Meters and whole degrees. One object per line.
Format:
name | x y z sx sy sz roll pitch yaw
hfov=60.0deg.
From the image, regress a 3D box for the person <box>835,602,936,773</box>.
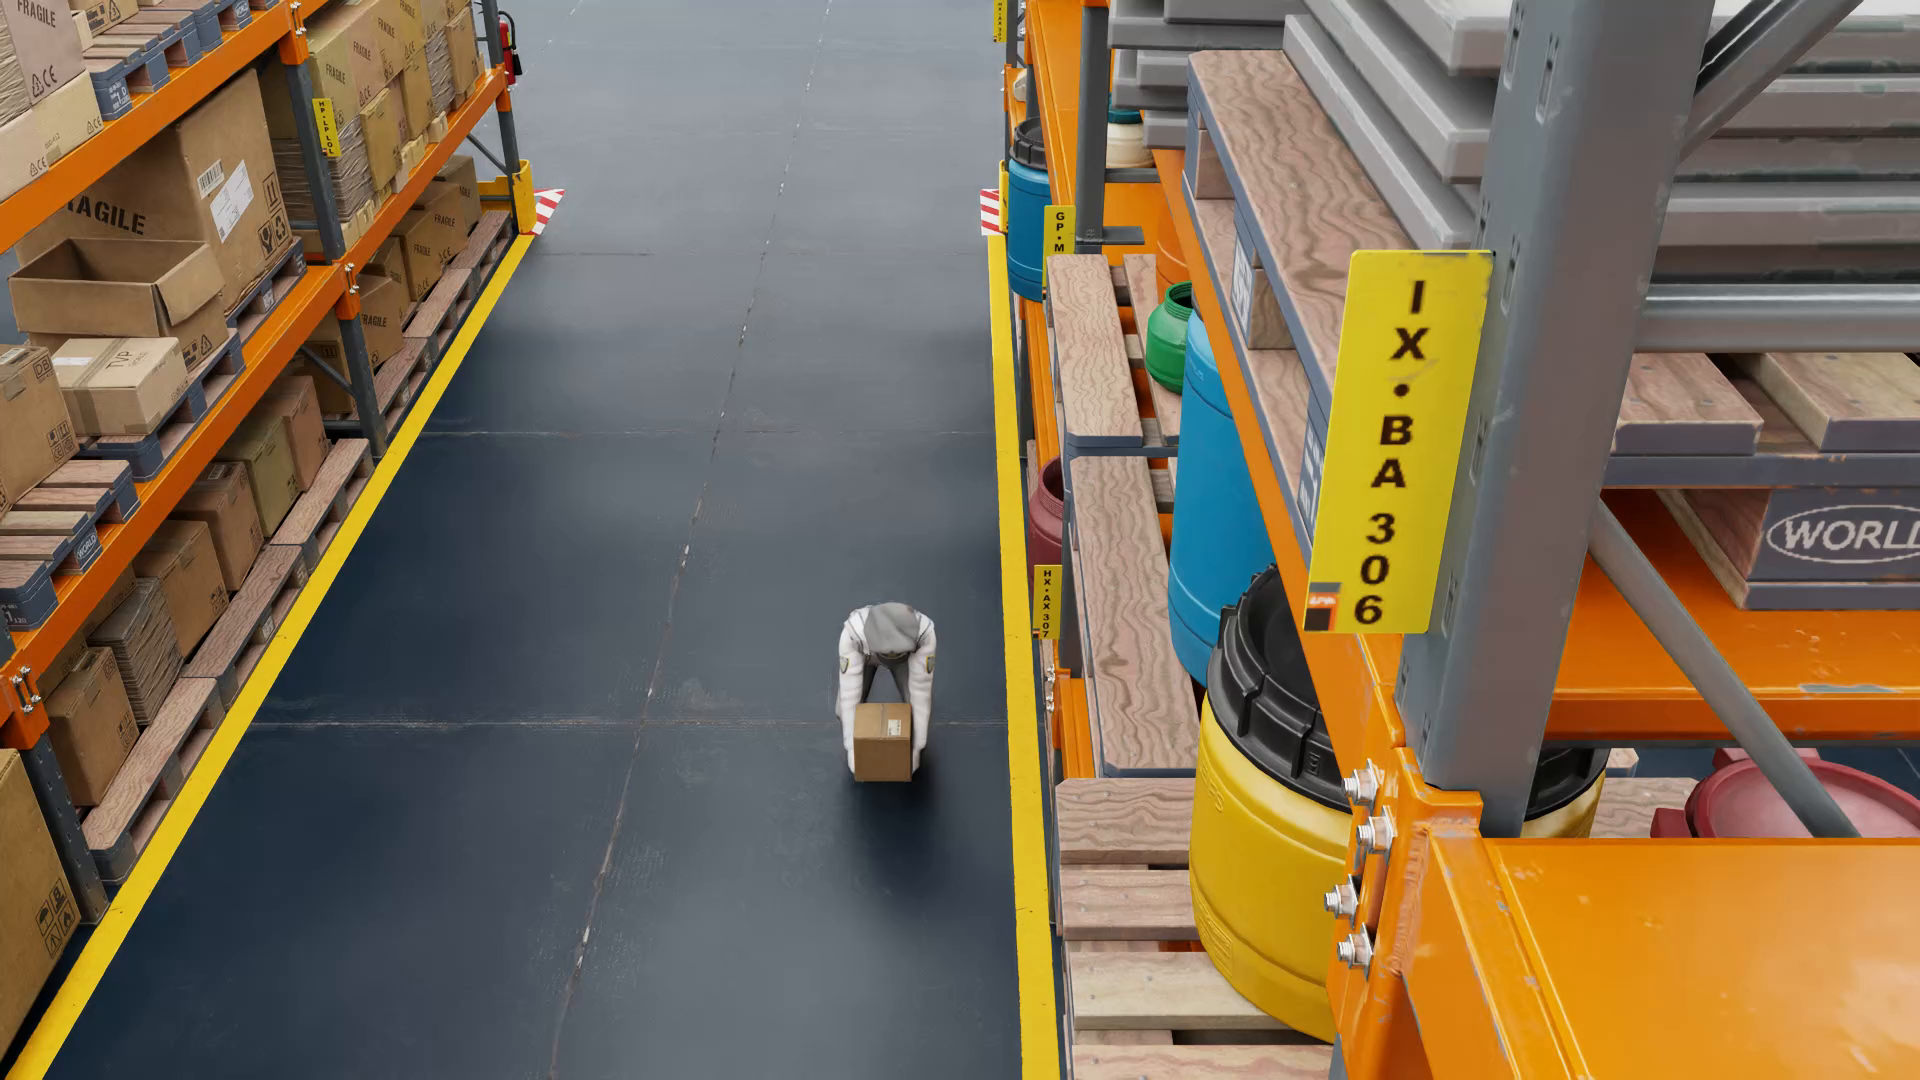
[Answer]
person | -0.342 0.598 7.632 0.466 0.981 0.842 -1 32 -1
